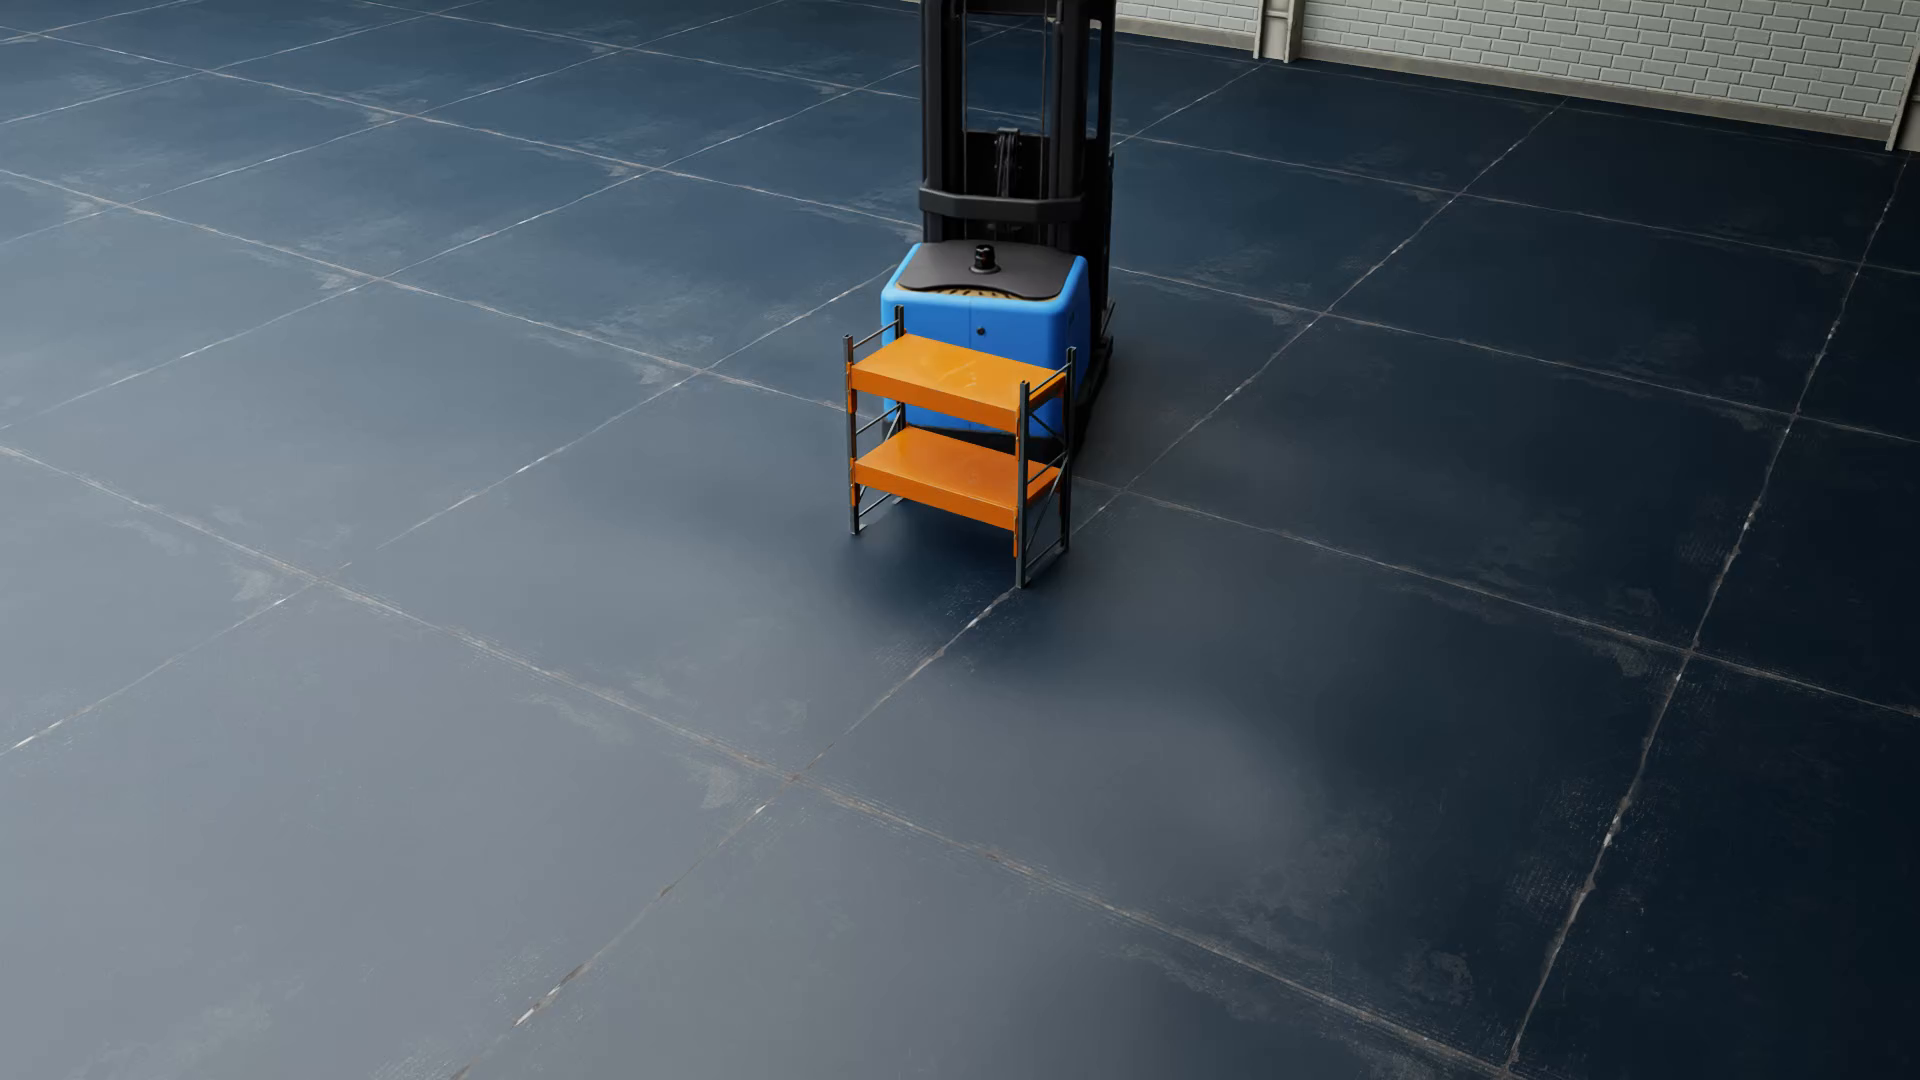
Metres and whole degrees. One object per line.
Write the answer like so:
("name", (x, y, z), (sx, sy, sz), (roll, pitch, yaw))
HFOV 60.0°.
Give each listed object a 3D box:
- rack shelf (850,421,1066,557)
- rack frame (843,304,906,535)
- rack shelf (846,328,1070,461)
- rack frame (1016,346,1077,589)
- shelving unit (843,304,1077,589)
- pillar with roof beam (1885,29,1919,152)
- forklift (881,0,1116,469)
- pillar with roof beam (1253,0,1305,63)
("rack shelf", (-0.006, -0.276, 8.593), (1.000, 0.278, 0.538), (18, 35, 27))
("rack frame", (-0.436, -0.624, 8.703), (0.032, 1.125, 0.500), (18, 35, 27))
("rack shelf", (-0.006, -0.740, 8.322), (1.000, 0.278, 0.538), (18, 35, 27))
("rack frame", (0.425, -0.351, 8.236), (0.032, 1.125, 0.500), (18, 35, 27))
("shelving unit", (-0.006, -0.488, 8.470), (1.048, 1.125, 0.538), (18, 35, 27))
("pillar with roof beam", (6.108, -5.499, 9.247), (0.400, 9.000, 9.100), (18, 35, 27))
("forklift", (0.372, -2.345, 9.860), (1.130, 2.935, 3.031), (6, 31, 11))
("pillar with roof beam", (1.026, -7.107, 12.002), (0.400, 9.000, 9.100), (18, 35, 27))
